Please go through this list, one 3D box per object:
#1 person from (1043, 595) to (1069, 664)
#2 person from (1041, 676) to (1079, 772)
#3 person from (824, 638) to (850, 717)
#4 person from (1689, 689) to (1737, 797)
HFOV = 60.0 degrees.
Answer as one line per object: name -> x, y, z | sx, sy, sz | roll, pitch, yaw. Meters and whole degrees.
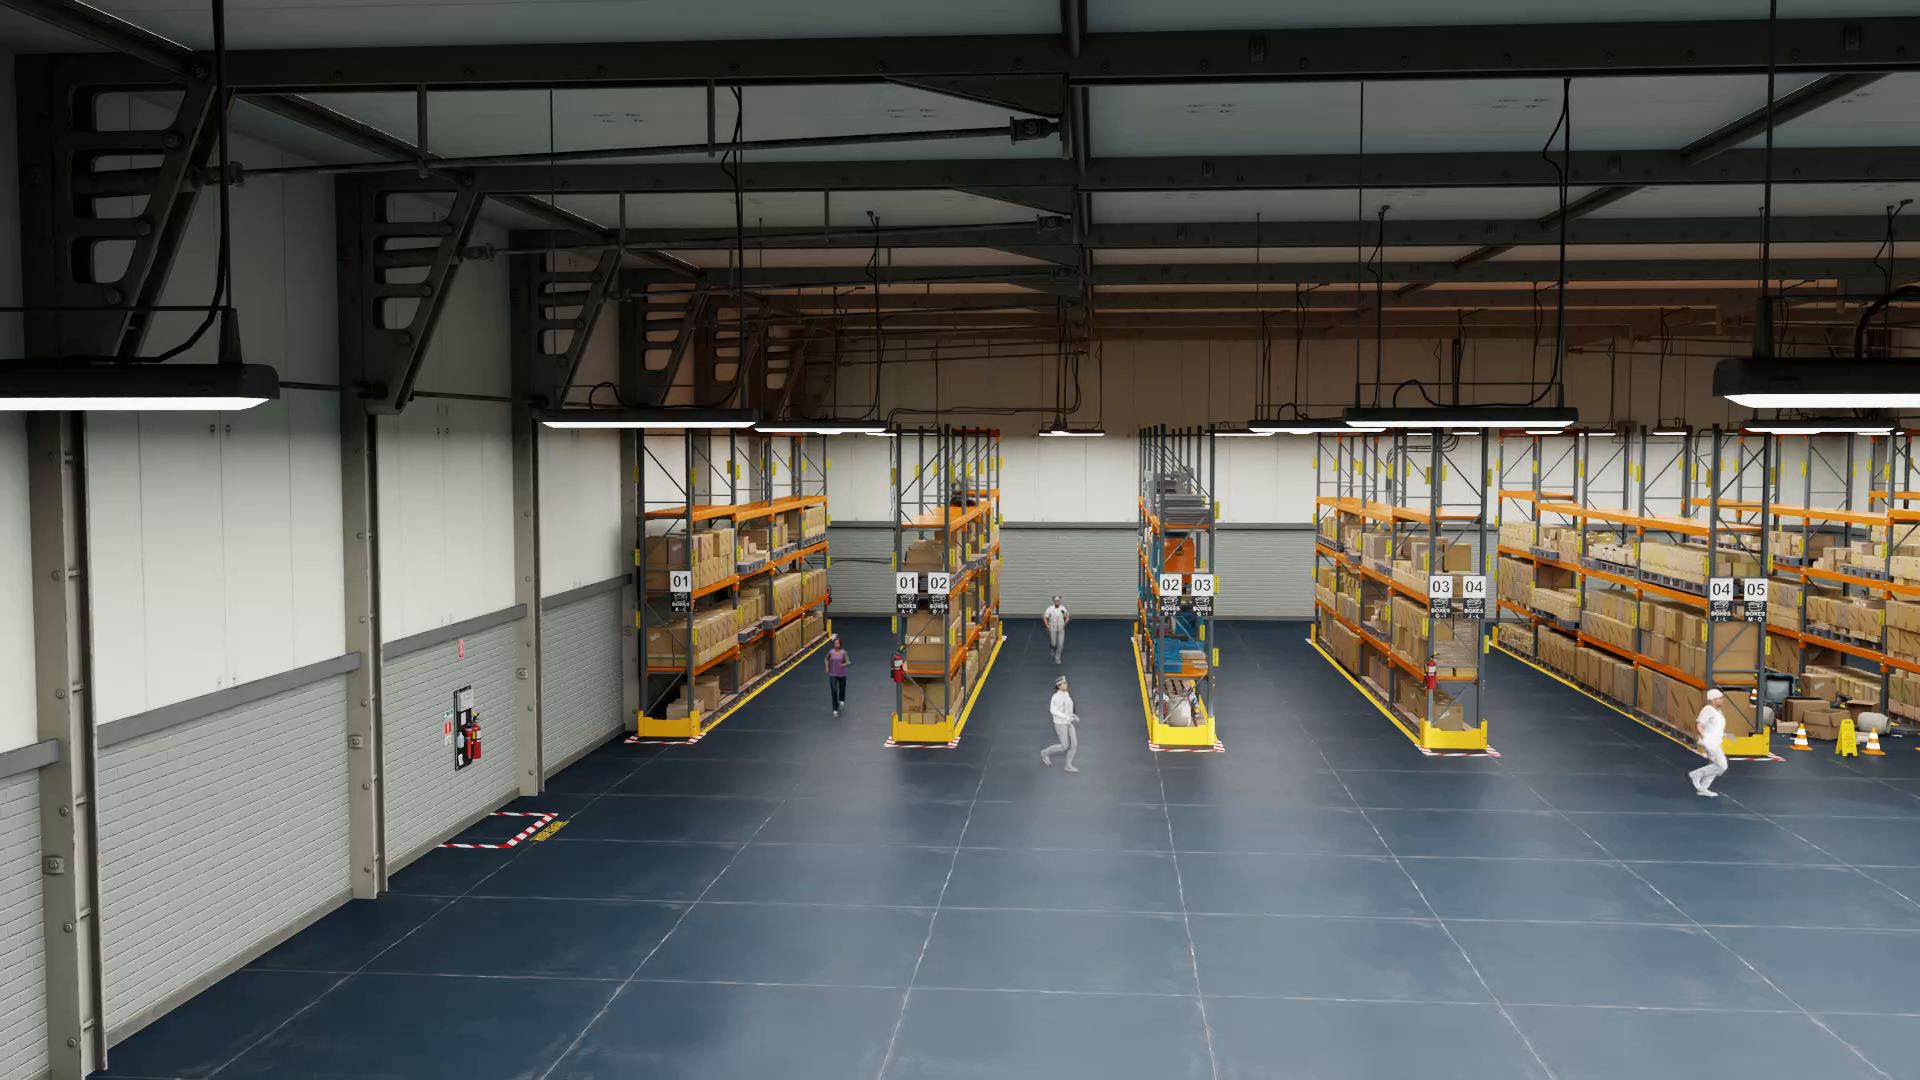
person -> 2.474, 2.282, 42.528 | 0.665, 1.735, 0.603 | 0, 3, -6
person -> 1.746, 3.152, 28.651 | 0.674, 1.646, 0.621 | 2, 4, 30
person -> -2.540, 2.818, 34.442 | 0.543, 1.575, 0.878 | 0, 3, -3
person -> 12.022, 3.241, 26.545 | 0.636, 1.726, 0.679 | 3, 4, 37
